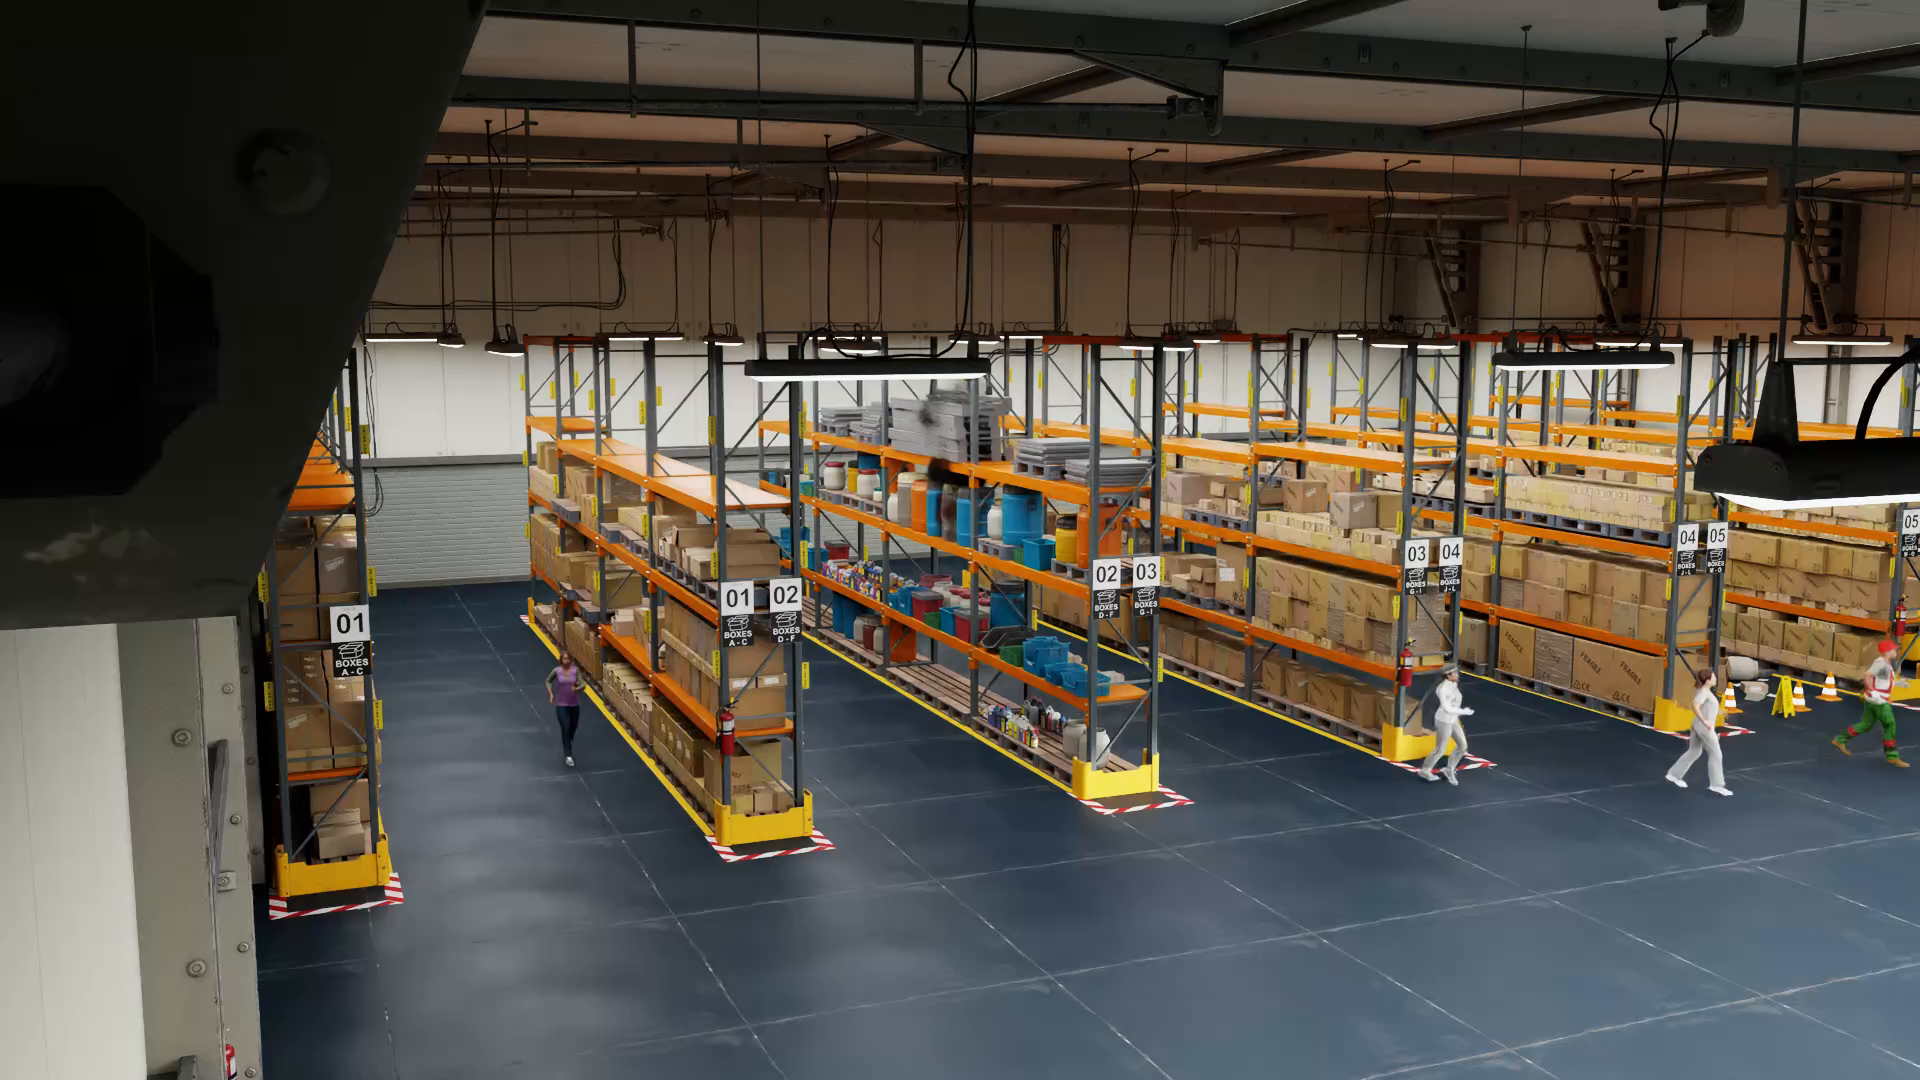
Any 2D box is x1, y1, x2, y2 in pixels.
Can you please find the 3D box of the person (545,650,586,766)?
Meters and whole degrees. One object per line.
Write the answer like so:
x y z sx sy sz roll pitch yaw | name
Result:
-5.631 2.365 23.818 0.537 1.581 0.893 -3 8 -23 | person

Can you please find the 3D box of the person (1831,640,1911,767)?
13.026 2.303 23.693 0.996 1.791 0.614 3 8 21 | person

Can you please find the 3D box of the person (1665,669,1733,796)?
9.891 2.546 22.164 0.837 1.696 0.571 1 8 10 | person

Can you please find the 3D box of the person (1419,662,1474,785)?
6.648 2.510 22.649 0.706 1.746 0.627 5 9 31 | person

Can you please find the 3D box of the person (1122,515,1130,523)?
3.891 0.070 41.170 0.724 1.628 0.714 -4 9 -30 | person
